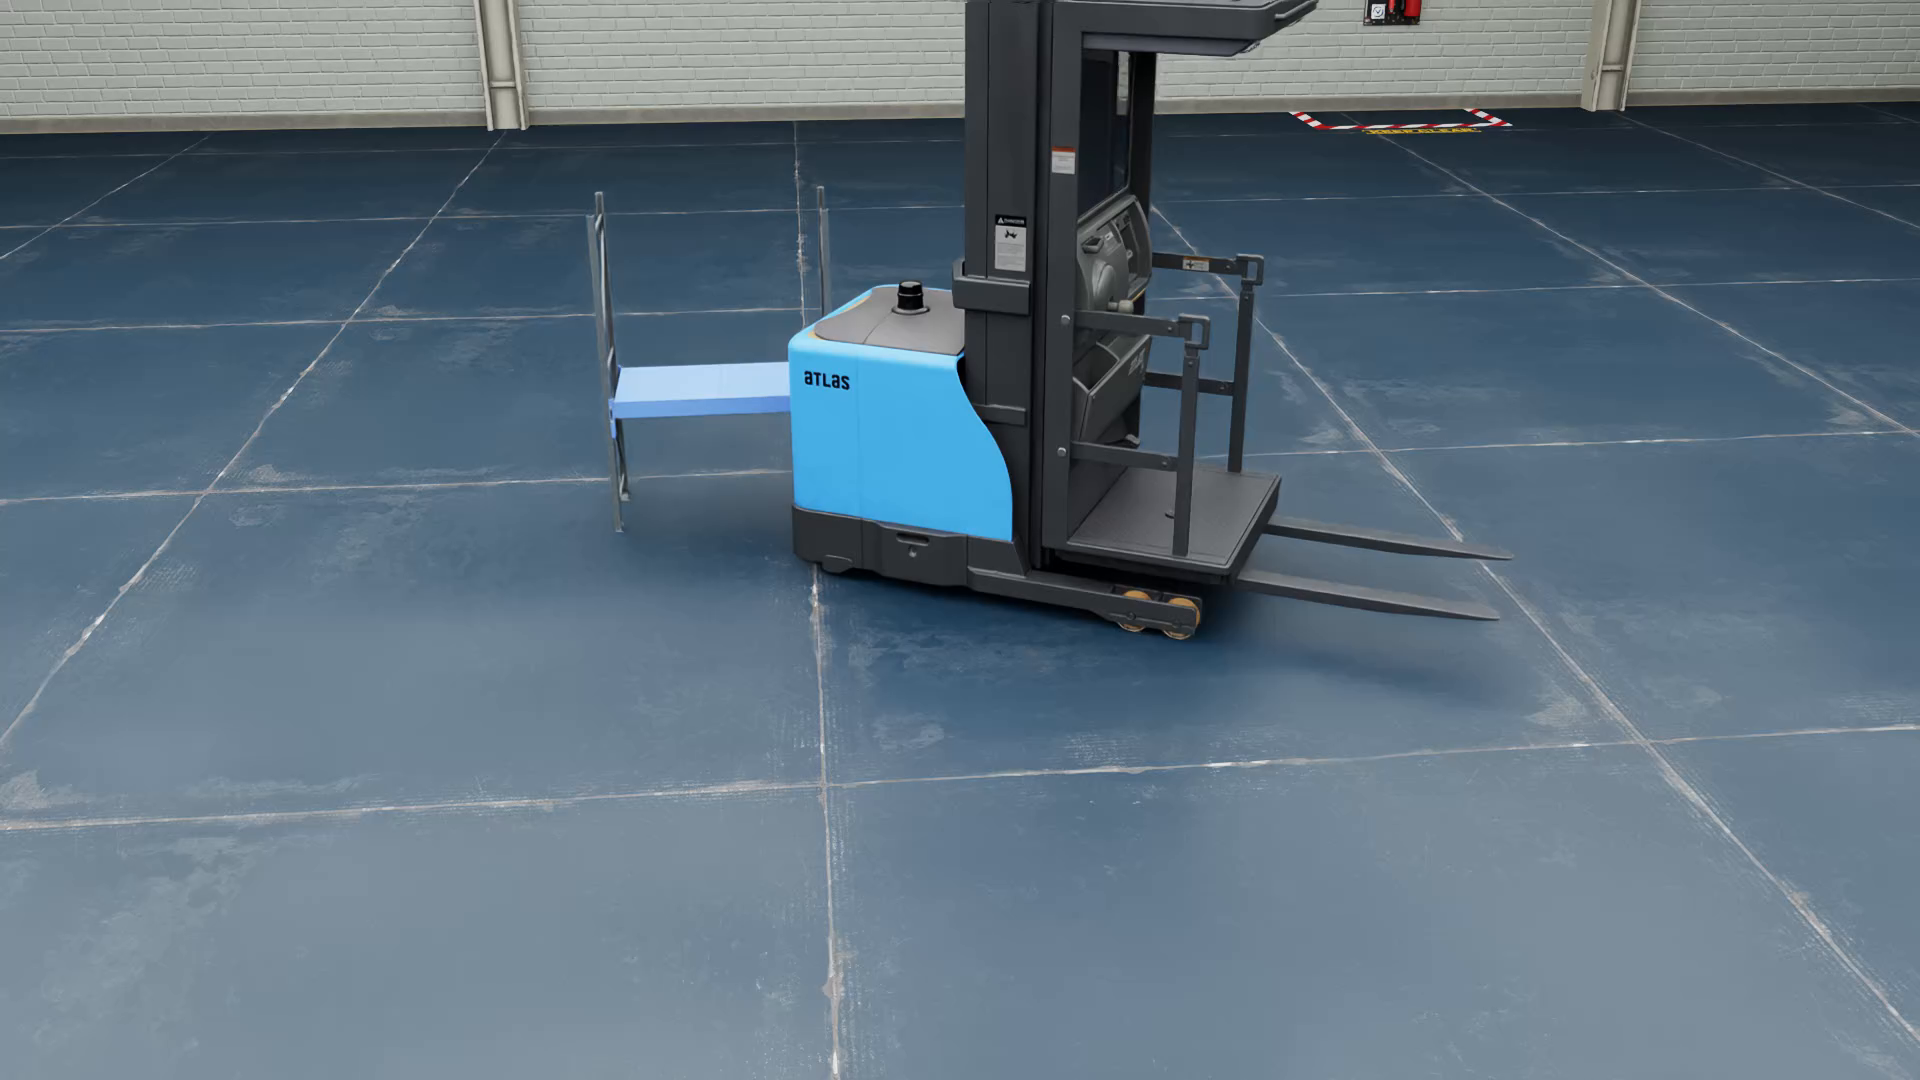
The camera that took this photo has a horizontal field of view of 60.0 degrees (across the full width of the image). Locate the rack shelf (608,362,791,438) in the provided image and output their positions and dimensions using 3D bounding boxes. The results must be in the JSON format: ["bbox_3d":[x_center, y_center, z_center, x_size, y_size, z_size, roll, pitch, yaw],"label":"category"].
[{"bbox_3d":[-1.130,-0.679,7.873,1.000,0.185,0.538,-3,24,-6],"label":"rack shelf"}]

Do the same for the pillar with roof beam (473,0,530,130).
[{"bbox_3d":[-4.333,-6.723,11.797,0.400,9.000,9.100,-2,24,-5],"label":"pillar with roof beam"}]

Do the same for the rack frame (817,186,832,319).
[{"bbox_3d":[-0.625,-0.867,7.854,0.032,1.500,0.500,-3,24,-6],"label":"rack frame"}]

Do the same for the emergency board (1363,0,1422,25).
[{"bbox_3d":[4.723,-6.118,17.821,0.643,1.169,0.194,-2,24,-5],"label":"emergency board"}]

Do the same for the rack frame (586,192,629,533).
[{"bbox_3d":[-1.635,-0.819,7.747,0.032,1.500,0.500,-3,24,-6],"label":"rack frame"}]

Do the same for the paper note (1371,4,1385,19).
[{"bbox_3d":[4.540,-5.736,18.047,0.142,0.148,0.016,-2,24,-5],"label":"paper note"}]

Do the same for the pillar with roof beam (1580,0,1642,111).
[{"bbox_3d":[7.609,-7.203,12.875,0.400,9.000,9.100,-2,24,-5],"label":"pillar with roof beam"}]

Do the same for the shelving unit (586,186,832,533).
[{"bbox_3d":[-1.130,-0.843,7.800,1.048,1.500,0.538,-3,24,-6],"label":"shelving unit"}]

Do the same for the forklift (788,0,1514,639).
[{"bbox_3d":[0.823,-1.176,6.787,3.031,2.935,1.130,9,26,19],"label":"forklift"}]
